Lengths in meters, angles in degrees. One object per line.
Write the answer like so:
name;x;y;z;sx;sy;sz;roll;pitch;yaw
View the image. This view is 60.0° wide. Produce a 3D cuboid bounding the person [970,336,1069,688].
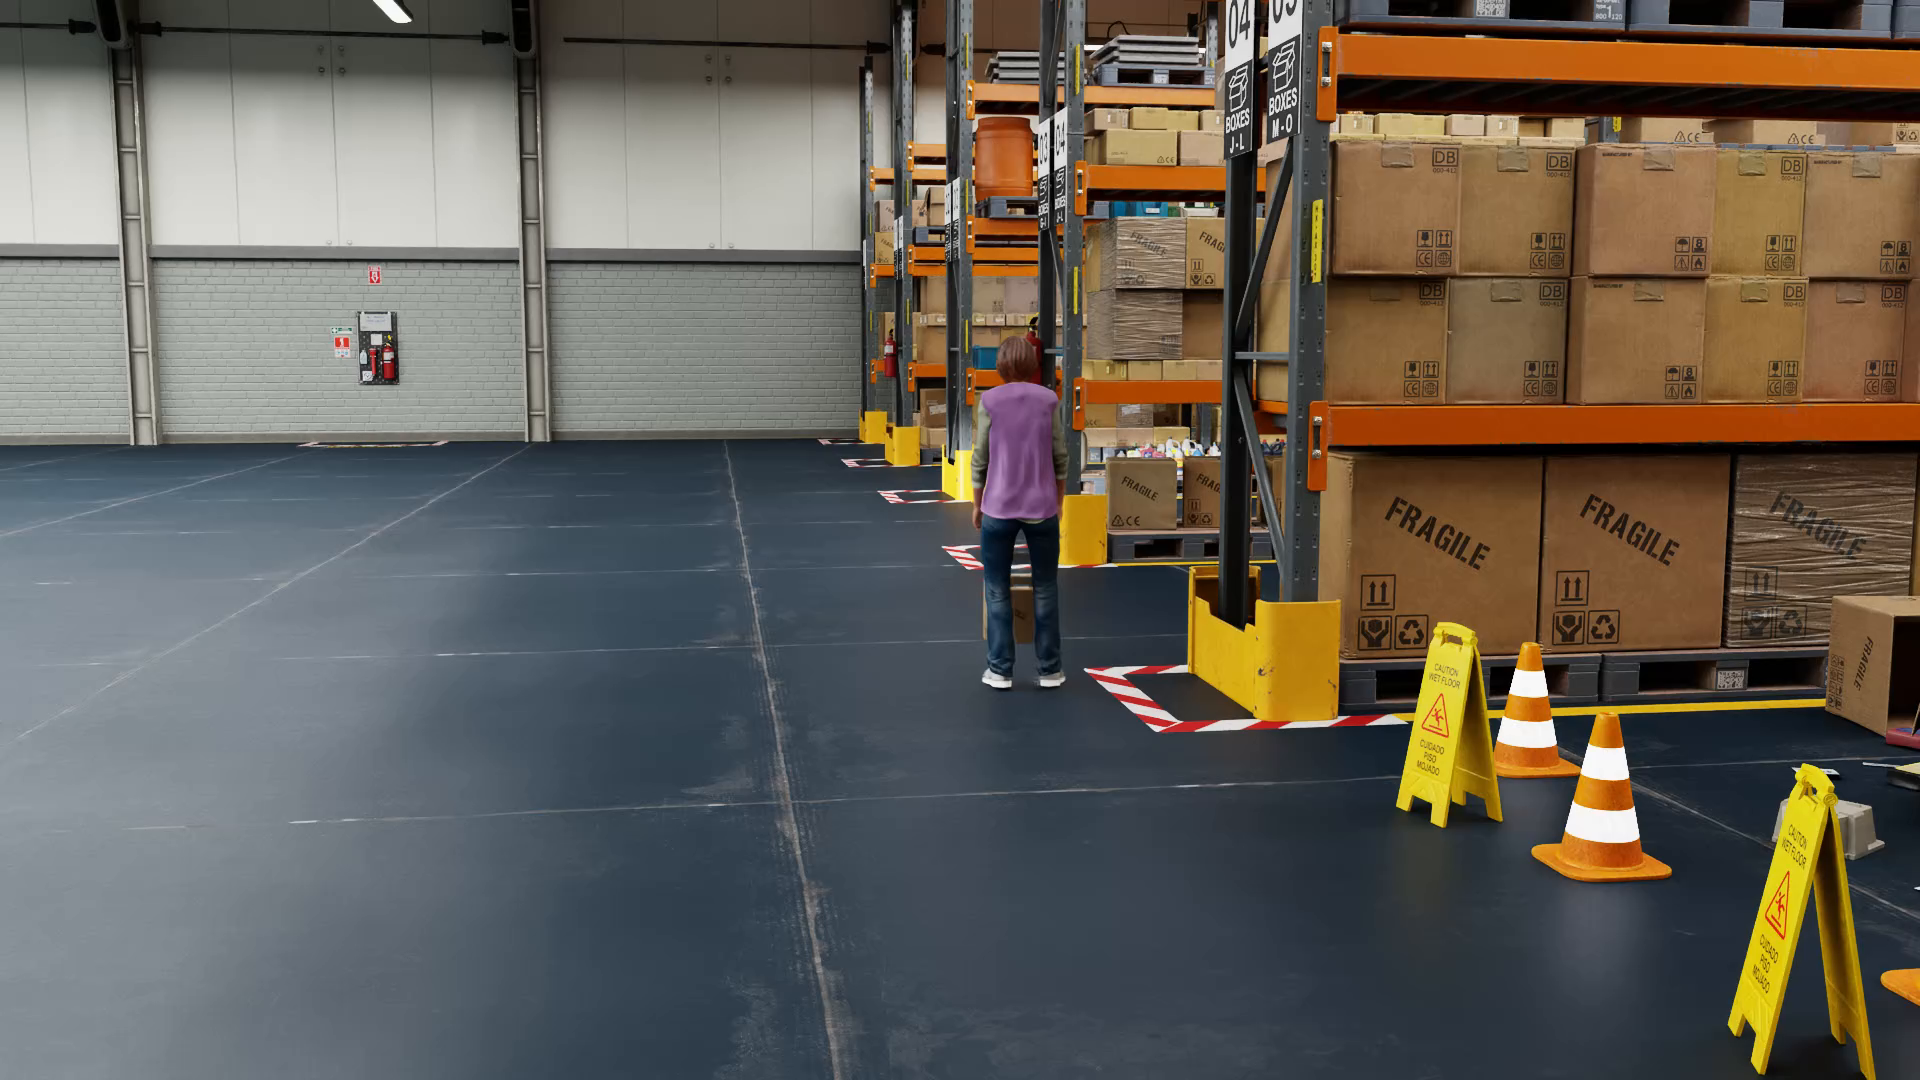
person;0.270;-0.120;7.535;0.456;1.596;0.340;-1;7;-5
